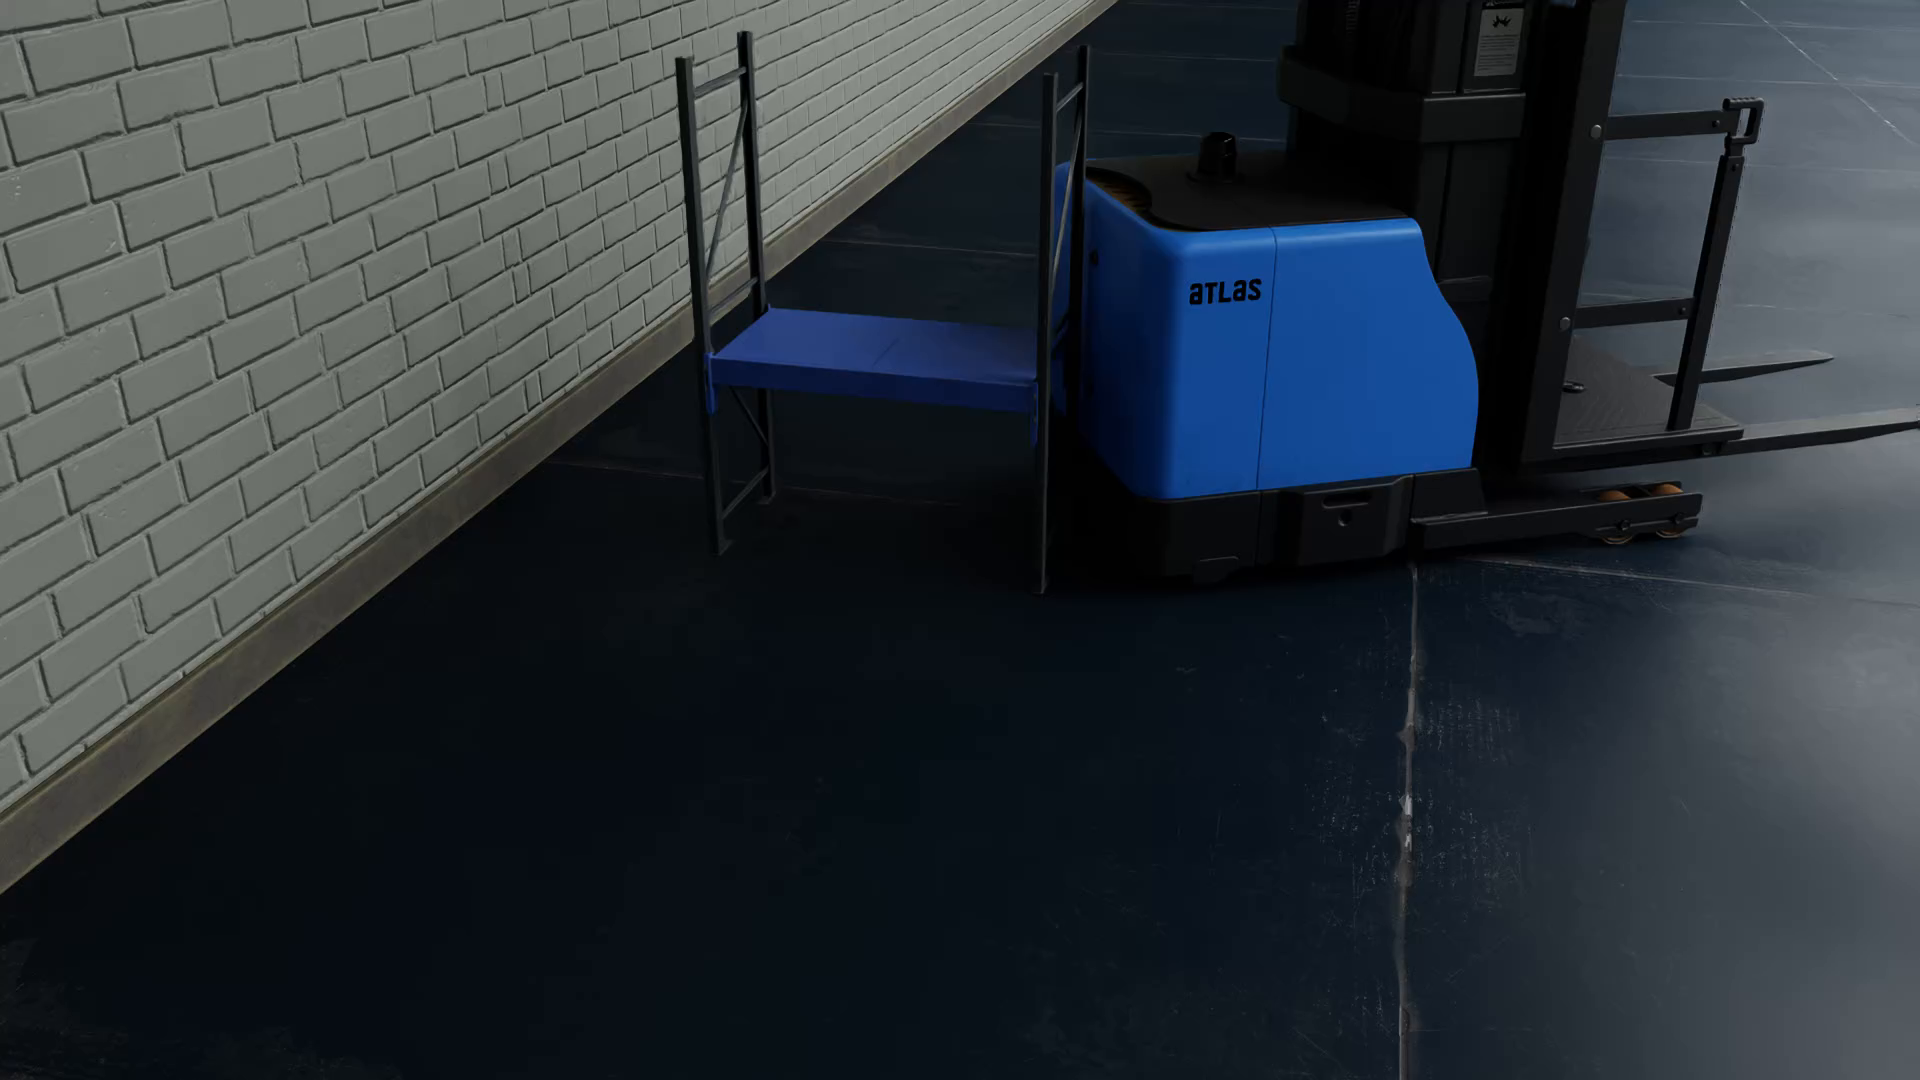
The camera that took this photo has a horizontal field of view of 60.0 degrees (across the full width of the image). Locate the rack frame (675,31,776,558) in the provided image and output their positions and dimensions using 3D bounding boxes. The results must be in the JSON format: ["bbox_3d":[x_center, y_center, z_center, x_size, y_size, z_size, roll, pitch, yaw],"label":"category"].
[{"bbox_3d":[-0.694,-0.729,5.036,0.032,1.500,0.500,6,26,13],"label":"rack frame"}]

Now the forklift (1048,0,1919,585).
[{"bbox_3d":[1.841,-1.521,5.035,3.031,2.935,1.130,-6,26,-13],"label":"forklift"}]

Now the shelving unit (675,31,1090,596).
[{"bbox_3d":[-0.202,-0.674,4.920,1.048,1.500,0.538,6,26,13],"label":"shelving unit"}]

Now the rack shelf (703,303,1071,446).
[{"bbox_3d":[-0.202,-0.511,4.997,1.000,0.185,0.538,6,26,13],"label":"rack shelf"}]

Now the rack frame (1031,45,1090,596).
[{"bbox_3d":[0.290,-0.618,4.804,0.032,1.500,0.500,6,26,13],"label":"rack frame"}]
